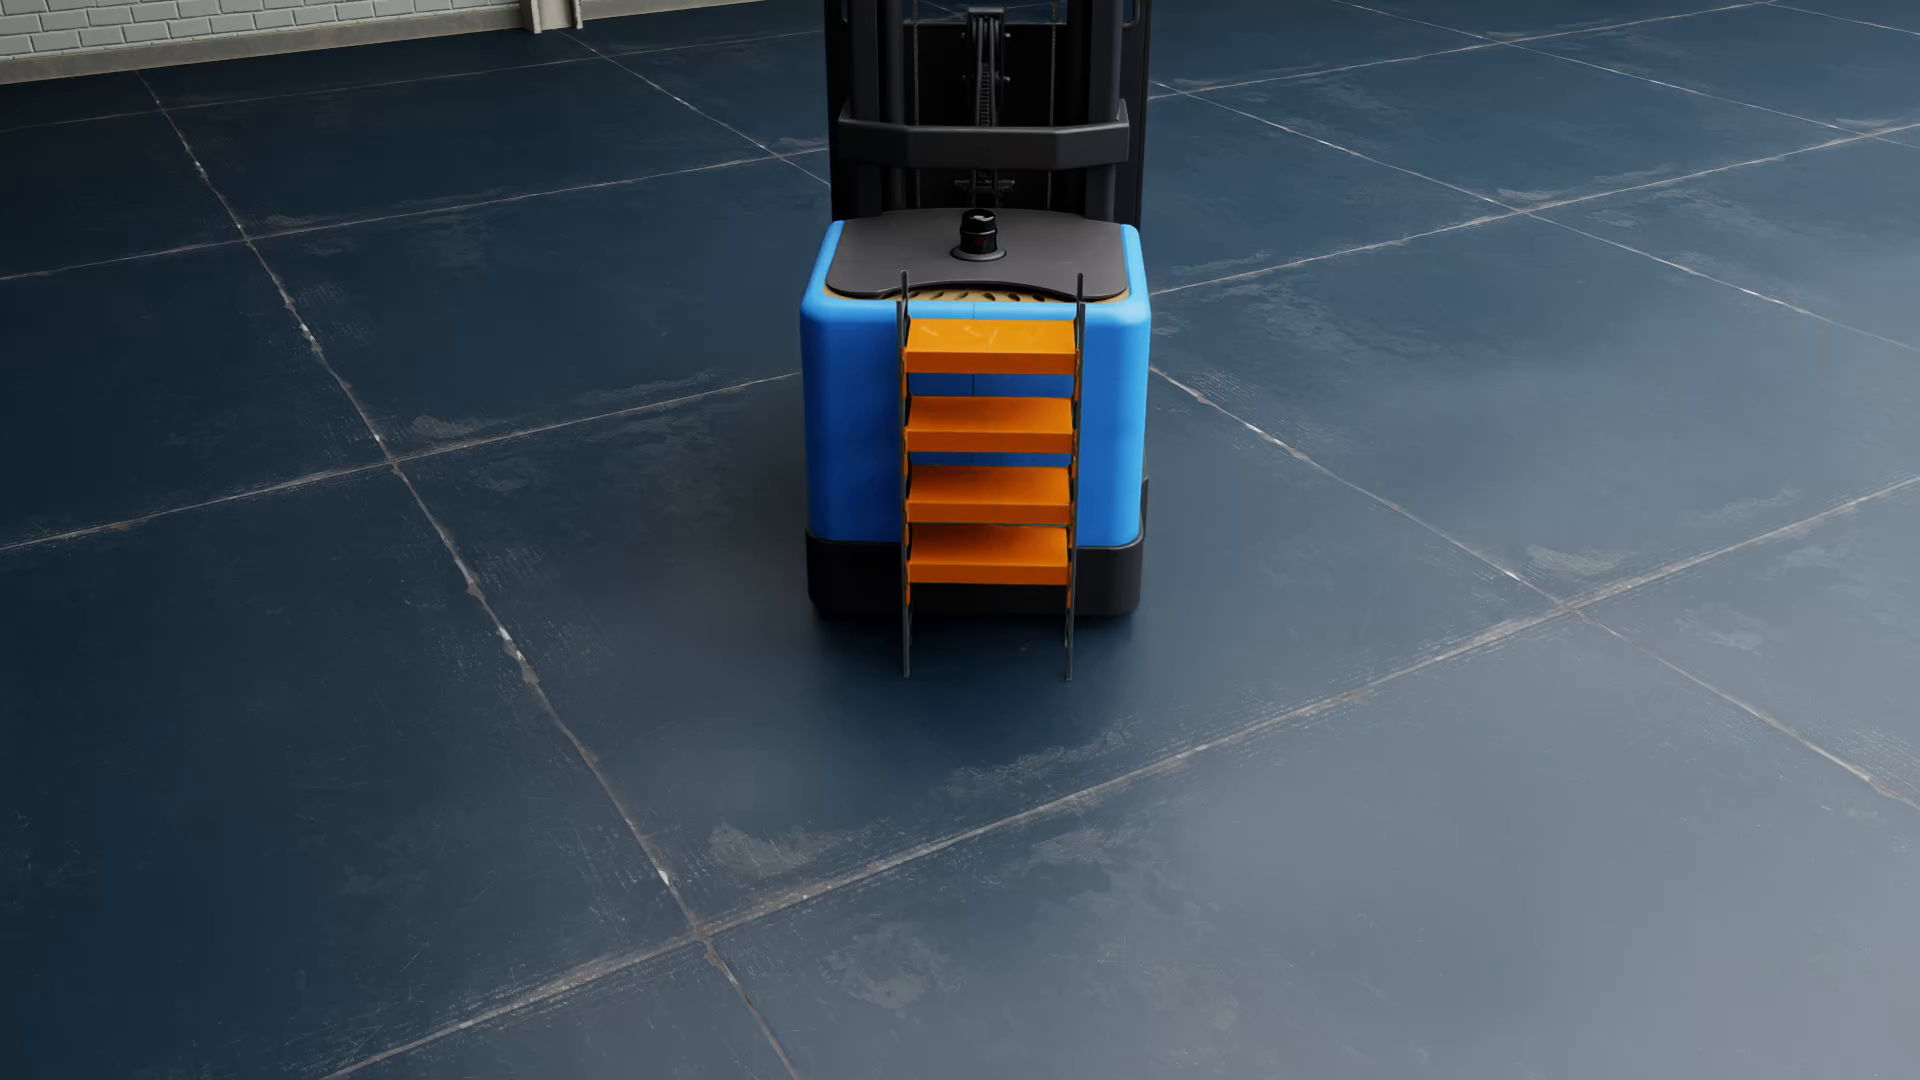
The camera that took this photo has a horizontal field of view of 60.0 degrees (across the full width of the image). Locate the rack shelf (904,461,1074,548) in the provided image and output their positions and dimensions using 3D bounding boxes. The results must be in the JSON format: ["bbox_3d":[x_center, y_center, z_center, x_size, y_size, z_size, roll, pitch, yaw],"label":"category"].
[{"bbox_3d":[0.086,-0.104,4.836,0.480,0.148,0.258,1,29,2],"label":"rack shelf"}]

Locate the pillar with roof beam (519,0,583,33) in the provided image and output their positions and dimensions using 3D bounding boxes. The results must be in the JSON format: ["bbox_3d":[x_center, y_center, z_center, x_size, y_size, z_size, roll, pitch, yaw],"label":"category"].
[{"bbox_3d":[-1.013,-6.168,7.613,0.400,9.000,9.100,-16,33,-26],"label":"pillar with roof beam"}]

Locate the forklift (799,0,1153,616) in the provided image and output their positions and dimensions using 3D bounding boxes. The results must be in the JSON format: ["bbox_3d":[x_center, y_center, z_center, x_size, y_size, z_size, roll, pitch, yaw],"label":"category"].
[{"bbox_3d":[0.103,-1.723,5.838,1.130,2.935,3.031,1,29,2],"label":"forklift"}]

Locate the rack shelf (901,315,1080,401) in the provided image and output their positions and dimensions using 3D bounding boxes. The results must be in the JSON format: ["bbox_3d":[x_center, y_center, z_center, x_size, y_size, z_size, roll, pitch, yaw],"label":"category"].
[{"bbox_3d":[0.086,-0.507,4.613,0.480,0.148,0.258,1,29,2],"label":"rack shelf"}]

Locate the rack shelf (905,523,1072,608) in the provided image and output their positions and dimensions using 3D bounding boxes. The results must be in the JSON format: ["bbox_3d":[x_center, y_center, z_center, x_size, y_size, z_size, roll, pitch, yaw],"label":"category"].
[{"bbox_3d":[0.086,0.070,4.932,0.480,0.148,0.258,1,29,2],"label":"rack shelf"}]

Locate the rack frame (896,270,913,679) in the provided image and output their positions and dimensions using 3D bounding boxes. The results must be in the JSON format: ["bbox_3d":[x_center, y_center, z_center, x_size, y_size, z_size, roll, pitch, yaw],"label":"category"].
[{"bbox_3d":[-0.158,-0.167,4.811,0.015,1.200,0.240,1,29,2],"label":"rack frame"}]

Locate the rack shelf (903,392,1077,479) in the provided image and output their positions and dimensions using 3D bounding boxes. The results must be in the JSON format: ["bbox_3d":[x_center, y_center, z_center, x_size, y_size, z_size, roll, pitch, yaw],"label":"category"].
[{"bbox_3d":[0.086,-0.300,4.728,0.480,0.148,0.258,1,29,2],"label":"rack shelf"}]

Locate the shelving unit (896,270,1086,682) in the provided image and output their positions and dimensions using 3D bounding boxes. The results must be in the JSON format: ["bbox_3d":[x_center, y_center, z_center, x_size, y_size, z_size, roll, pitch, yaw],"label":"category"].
[{"bbox_3d":[0.086,-0.163,4.803,0.503,1.200,0.258,1,29,2],"label":"shelving unit"}]

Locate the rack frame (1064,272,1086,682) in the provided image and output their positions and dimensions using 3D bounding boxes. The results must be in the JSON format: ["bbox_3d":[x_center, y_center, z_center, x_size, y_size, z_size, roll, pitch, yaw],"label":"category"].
[{"bbox_3d":[0.330,-0.159,4.796,0.015,1.200,0.240,1,29,2],"label":"rack frame"}]
